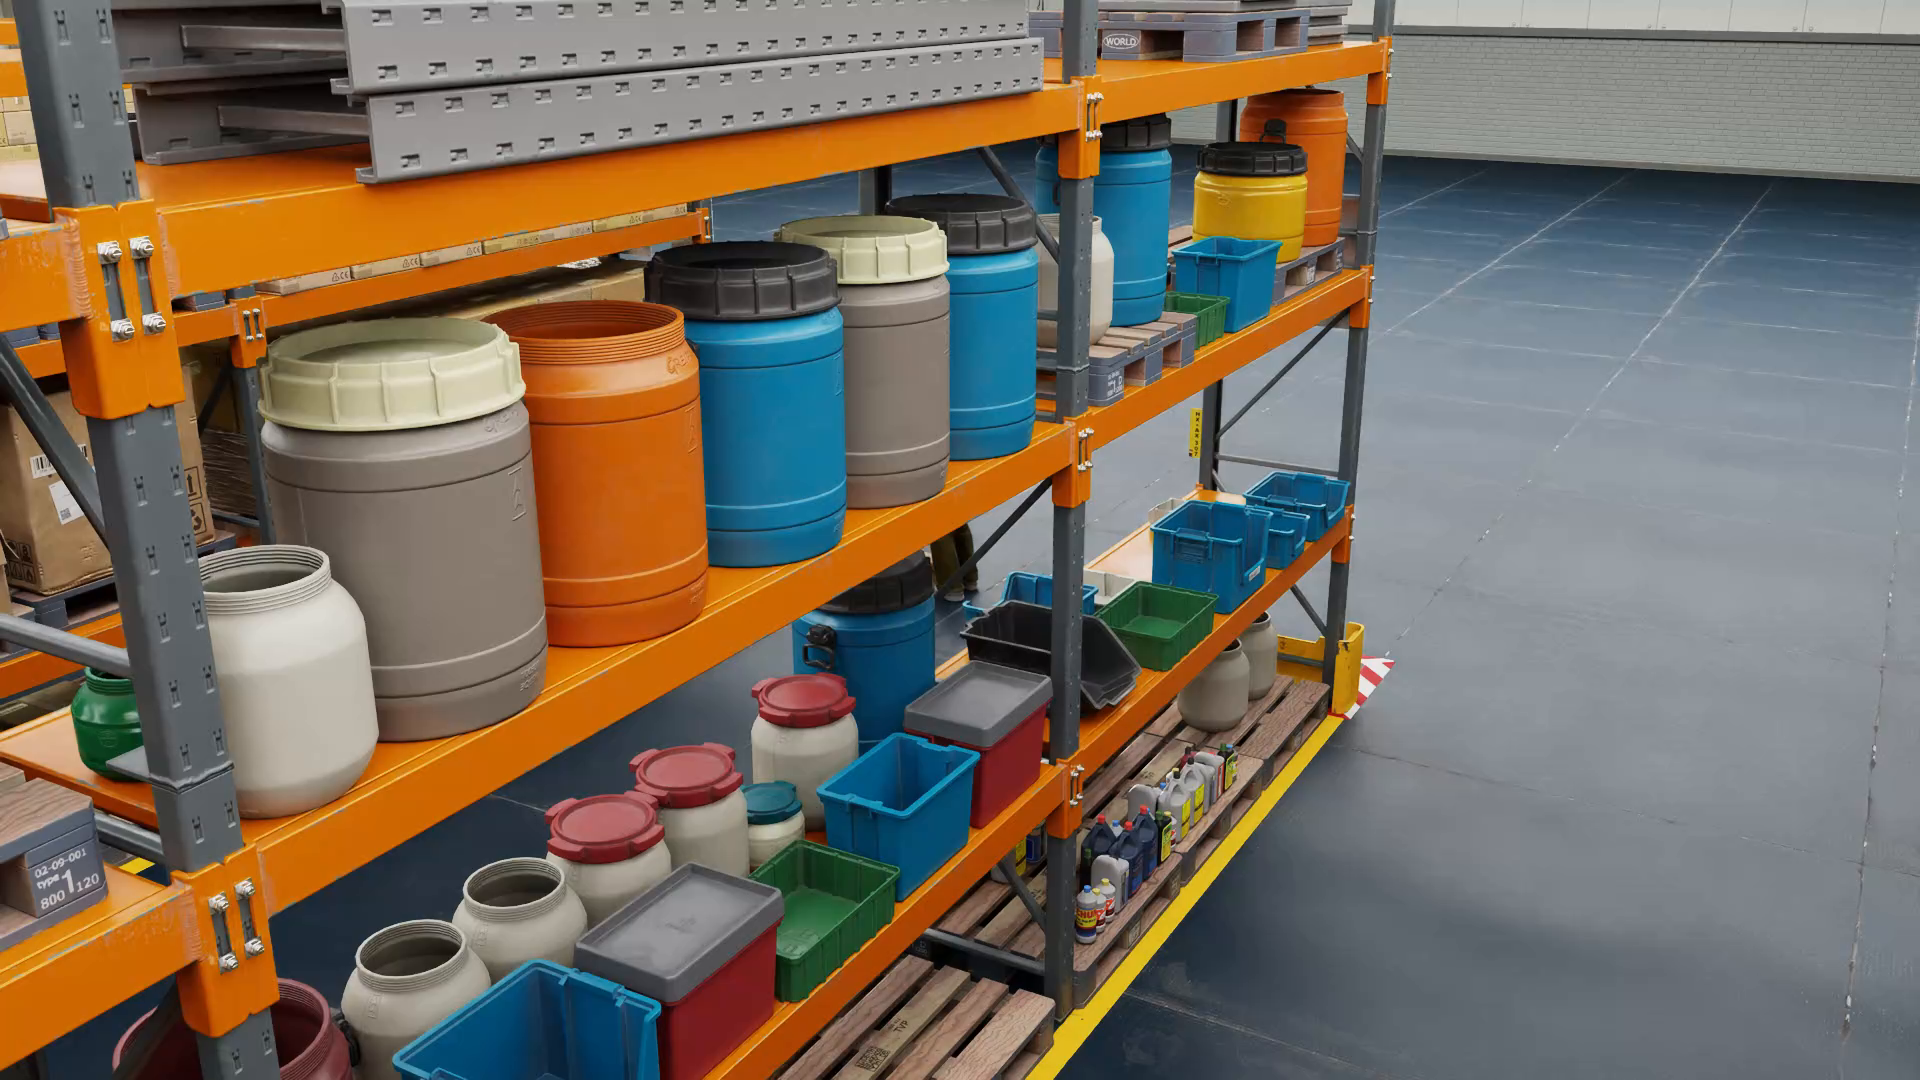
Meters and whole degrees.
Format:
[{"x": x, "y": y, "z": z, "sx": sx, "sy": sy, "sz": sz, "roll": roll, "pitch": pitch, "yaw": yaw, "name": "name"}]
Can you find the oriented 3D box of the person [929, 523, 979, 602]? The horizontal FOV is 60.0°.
[{"x": -0.077, "y": -0.426, "z": 12.318, "sx": 0.429, "sy": 1.772, "sz": 0.650, "roll": 9, "pitch": 21, "yaw": 24, "name": "person"}]
